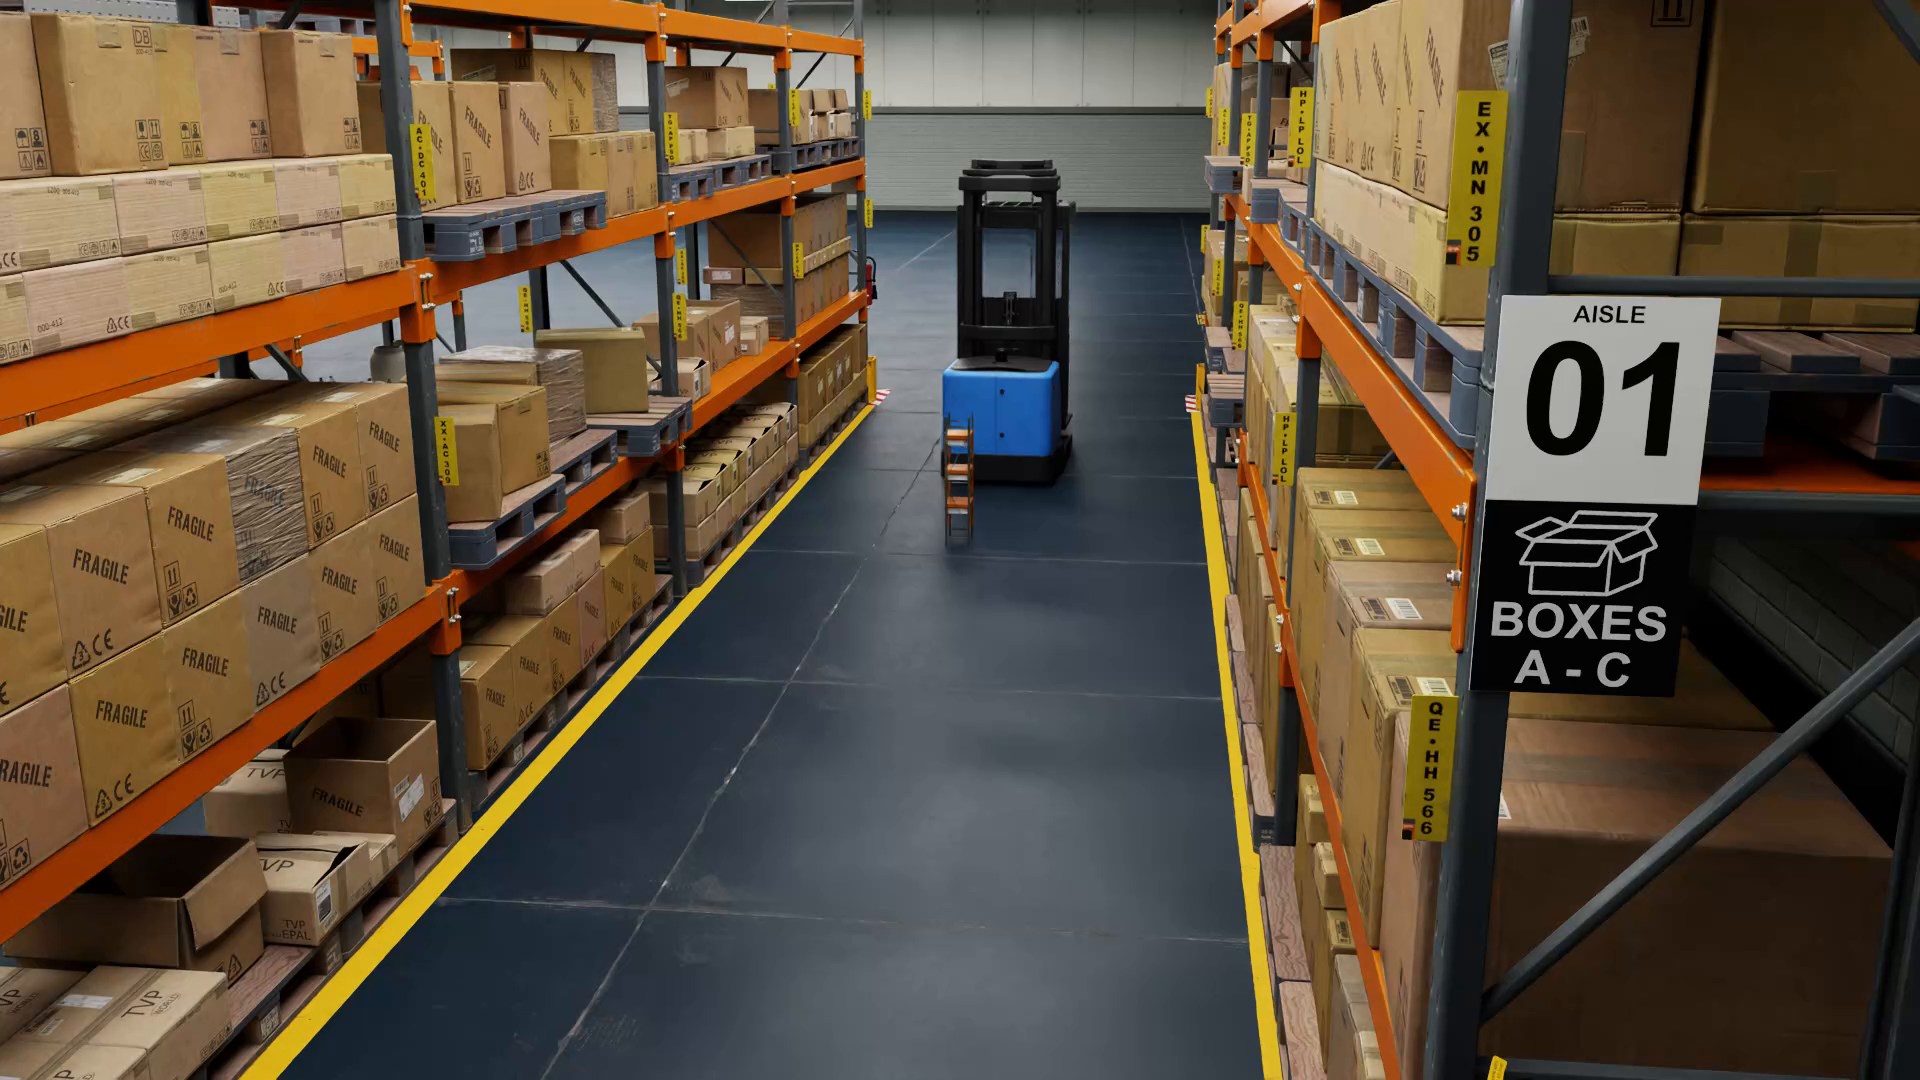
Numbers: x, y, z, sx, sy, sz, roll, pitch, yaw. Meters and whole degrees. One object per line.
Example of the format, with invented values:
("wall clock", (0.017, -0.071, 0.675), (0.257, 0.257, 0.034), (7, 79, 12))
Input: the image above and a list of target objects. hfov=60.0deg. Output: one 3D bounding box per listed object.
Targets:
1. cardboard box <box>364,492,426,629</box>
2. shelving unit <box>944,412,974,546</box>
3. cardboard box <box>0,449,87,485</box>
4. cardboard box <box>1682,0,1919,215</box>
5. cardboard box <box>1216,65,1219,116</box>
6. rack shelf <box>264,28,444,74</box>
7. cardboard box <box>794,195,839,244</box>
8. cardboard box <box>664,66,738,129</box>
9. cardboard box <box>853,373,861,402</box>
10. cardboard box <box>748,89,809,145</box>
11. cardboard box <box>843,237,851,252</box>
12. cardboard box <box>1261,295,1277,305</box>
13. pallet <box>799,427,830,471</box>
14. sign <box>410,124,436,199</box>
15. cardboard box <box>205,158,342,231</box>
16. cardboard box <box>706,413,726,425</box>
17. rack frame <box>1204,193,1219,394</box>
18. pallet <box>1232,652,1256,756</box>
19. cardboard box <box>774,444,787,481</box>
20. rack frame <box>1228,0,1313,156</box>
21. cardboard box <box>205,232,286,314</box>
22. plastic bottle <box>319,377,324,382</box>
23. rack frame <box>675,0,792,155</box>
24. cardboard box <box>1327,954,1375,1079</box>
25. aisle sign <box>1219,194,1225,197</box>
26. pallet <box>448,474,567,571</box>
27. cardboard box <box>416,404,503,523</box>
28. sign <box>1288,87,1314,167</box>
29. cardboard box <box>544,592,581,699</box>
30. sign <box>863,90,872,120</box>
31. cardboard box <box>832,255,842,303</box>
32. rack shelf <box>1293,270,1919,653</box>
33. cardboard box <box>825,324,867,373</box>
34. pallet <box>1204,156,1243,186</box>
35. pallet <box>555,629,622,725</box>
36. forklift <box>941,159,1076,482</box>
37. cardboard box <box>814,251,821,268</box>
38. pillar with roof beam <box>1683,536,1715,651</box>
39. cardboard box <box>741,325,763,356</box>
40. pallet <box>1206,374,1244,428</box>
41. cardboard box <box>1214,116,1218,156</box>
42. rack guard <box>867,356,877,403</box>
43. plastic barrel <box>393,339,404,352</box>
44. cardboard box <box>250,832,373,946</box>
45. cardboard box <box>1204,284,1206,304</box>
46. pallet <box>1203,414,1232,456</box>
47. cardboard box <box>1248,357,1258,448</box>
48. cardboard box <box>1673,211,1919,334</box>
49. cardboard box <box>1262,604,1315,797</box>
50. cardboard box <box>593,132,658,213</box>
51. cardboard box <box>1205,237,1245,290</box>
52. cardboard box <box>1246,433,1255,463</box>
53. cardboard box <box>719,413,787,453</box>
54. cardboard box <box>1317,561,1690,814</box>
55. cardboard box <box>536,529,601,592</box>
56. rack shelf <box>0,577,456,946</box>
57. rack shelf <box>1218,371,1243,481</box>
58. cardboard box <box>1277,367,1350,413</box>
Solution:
("cardboard box", (-2.751, 0.078, 7.436), (0.500, 0.500, 0.500), (2, 15, 7))
("shelving unit", (-0.006, -0.493, 13.474), (0.215, 1.050, 0.252), (2, 15, 6))
("cardboard box", (-3.455, -0.027, 5.908), (0.500, 0.500, 0.500), (2, 15, 8))
("cardboard box", (1.844, -0.999, 3.720), (0.500, 0.500, 0.500), (1, 15, 4))
("cardboard box", (2.889, -4.612, 17.081), (0.500, 0.500, 0.500), (2, 15, 8))
("rack shelf", (-6.742, -5.107, 17.454), (1.077, 0.370, 4.000), (2, 15, 6))
("cardboard box", (-1.720, -3.527, 18.282), (0.700, 0.500, 0.500), (1, 15, 5))
("cardboard box", (-2.196, -3.719, 13.969), (0.500, 0.500, 0.500), (3, 15, 12))
("cardboard box", (-1.406, -1.721, 18.743), (0.500, 0.250, 0.500), (2, 15, 6))
("cardboard box", (-1.728, -3.975, 15.606), (0.500, 0.500, 0.500), (3, 15, 11))
("cardboard box", (-1.449, -3.380, 18.981), (0.380, 0.149, 0.250), (1, 15, 5))
("cardboard box", (2.586, -1.610, 12.836), (0.700, 0.500, 0.500), (2, 15, 6))
("pallet", (-1.915, -0.945, 16.752), (1.003, 0.211, 1.213), (2, 15, 6))
("sign", (-2.409, -1.695, 7.446), (0.100, 0.325, 0.005), (2, 15, 6))
("cardboard box", (-2.794, -1.364, 6.544), (0.500, 0.250, 0.500), (2, 15, 6))
("cardboard box", (-2.402, -1.002, 15.012), (0.500, 0.311, 0.500), (2, 15, 6))
("rack frame", (3.327, -2.978, 18.930), (1.000, 3.000, 0.127), (2, 15, 6))
("pallet", (2.121, 0.960, 9.706), (1.003, 0.211, 1.213), (2, 15, 6))
("cardboard box", (-1.864, -0.714, 15.019), (0.500, 0.250, 0.500), (1, 15, 5))
("rack frame", (2.876, -4.837, 14.311), (1.000, 3.000, 0.127), (2, 15, 6))
("cardboard box", (-2.855, -0.993, 6.130), (0.500, 0.250, 0.500), (2, 15, 6))
("plastic bottle", (-7.074, -1.652, 18.386), (0.061, 0.283, 0.133), (2, 15, 7))
("rack frame", (-2.046, -4.982, 14.847), (1.000, 3.000, 0.127), (2, 15, 6))
("cardboard box", (1.614, 1.731, 5.500), (0.700, 0.500, 0.500), (1, 15, 4))
("aisle sign", (3.037, -4.261, 18.693), (0.394, 0.787, 0.004), (2, 15, 6))
("pallet", (-2.750, -0.122, 8.736), (1.003, 0.211, 1.213), (2, 15, 6))
("cardboard box", (-2.673, -0.378, 8.318), (0.700, 0.500, 0.500), (-3, 16, -13))
("sign", (1.433, -1.729, 6.970), (0.100, 0.325, 0.005), (2, 15, 6))
("cardboard box", (-2.539, 0.597, 9.654), (0.500, 0.500, 0.500), (2, 15, 7))
("sign", (-1.057, -4.941, 18.897), (0.100, 0.325, 0.005), (2, 15, 6))
("cardboard box", (-1.715, -2.915, 18.503), (0.700, 0.500, 0.500), (2, 15, 8))
("rack shelf", (1.748, -0.448, 5.204), (1.077, 0.370, 4.000), (2, 15, 6))
("cardboard box", (-1.360, -2.213, 19.126), (0.500, 0.500, 0.500), (2, 15, 6))
("pallet", (2.701, -3.141, 14.146), (1.213, 0.211, 1.003), (2, 15, 6))
("pallet", (-2.760, 0.806, 10.278), (1.003, 0.211, 1.213), (2, 15, 6))
("forklift", (0.554, -2.292, 16.523), (1.130, 2.935, 3.031), (2, 15, 8))
("cardboard box", (-1.652, -2.913, 17.255), (0.380, 0.149, 0.250), (2, 15, 6))
("pillar with roof beam", (-1.524, -2.682, 6.341), (9.100, 9.000, 0.400), (2, 15, 6))
("cardboard box", (-1.963, -1.788, 14.784), (0.396, 0.266, 0.258), (1, 15, 5))
("pallet", (2.399, -0.999, 11.977), (1.213, 0.211, 1.003), (2, 15, 6))
("cardboard box", (2.891, -4.132, 17.220), (0.500, 0.500, 0.500), (2, 15, 9))
("rack guard", (-1.592, -1.923, 19.816), (1.175, 0.500, 0.348), (2, 15, 6))
("plastic barrel", (-6.515, -2.099, 19.640), (0.421, 0.512, 0.421), (0, 15, 0))
("cardboard box", (-2.816, 1.425, 6.953), (0.500, 0.311, 0.500), (2, 15, 6))
("cardboard box", (2.912, -2.663, 18.014), (0.500, 0.250, 0.500), (1, 15, 5))
("pallet", (3.052, -1.087, 17.279), (1.003, 0.211, 1.213), (2, 15, 6))
("cardboard box", (2.047, -0.851, 10.263), (0.500, 0.500, 0.500), (2, 15, 8))
("cardboard box", (1.848, -0.637, 3.817), (0.500, 0.250, 0.500), (2, 15, 9))
("cardboard box", (1.918, 0.797, 8.284), (0.750, 0.750, 0.750), (2, 15, 7))
("cardboard box", (-2.513, -2.431, 10.966), (0.910, 0.500, 0.500), (2, 15, 6))
("cardboard box", (2.845, -2.901, 17.456), (0.500, 0.500, 0.500), (1, 15, 4))
("cardboard box", (2.006, -0.582, 10.510), (0.380, 0.149, 0.250), (2, 15, 8))
("cardboard box", (-1.860, -0.983, 14.941), (0.500, 0.311, 0.500), (2, 15, 8))
("cardboard box", (1.736, 0.507, 5.464), (0.980, 0.700, 0.700), (1, 15, 4))
("cardboard box", (-2.483, 0.113, 10.005), (0.500, 0.250, 0.500), (1, 15, 5))
("rack shelf", (-3.175, 0.855, 6.132), (1.077, 0.370, 4.000), (2, 15, 6))
("rack shelf", (2.650, -1.075, 13.269), (1.077, 0.370, 4.000), (2, 15, 6))
("cardboard box", (1.839, -0.691, 8.233), (0.500, 0.250, 0.500), (2, 15, 7))
